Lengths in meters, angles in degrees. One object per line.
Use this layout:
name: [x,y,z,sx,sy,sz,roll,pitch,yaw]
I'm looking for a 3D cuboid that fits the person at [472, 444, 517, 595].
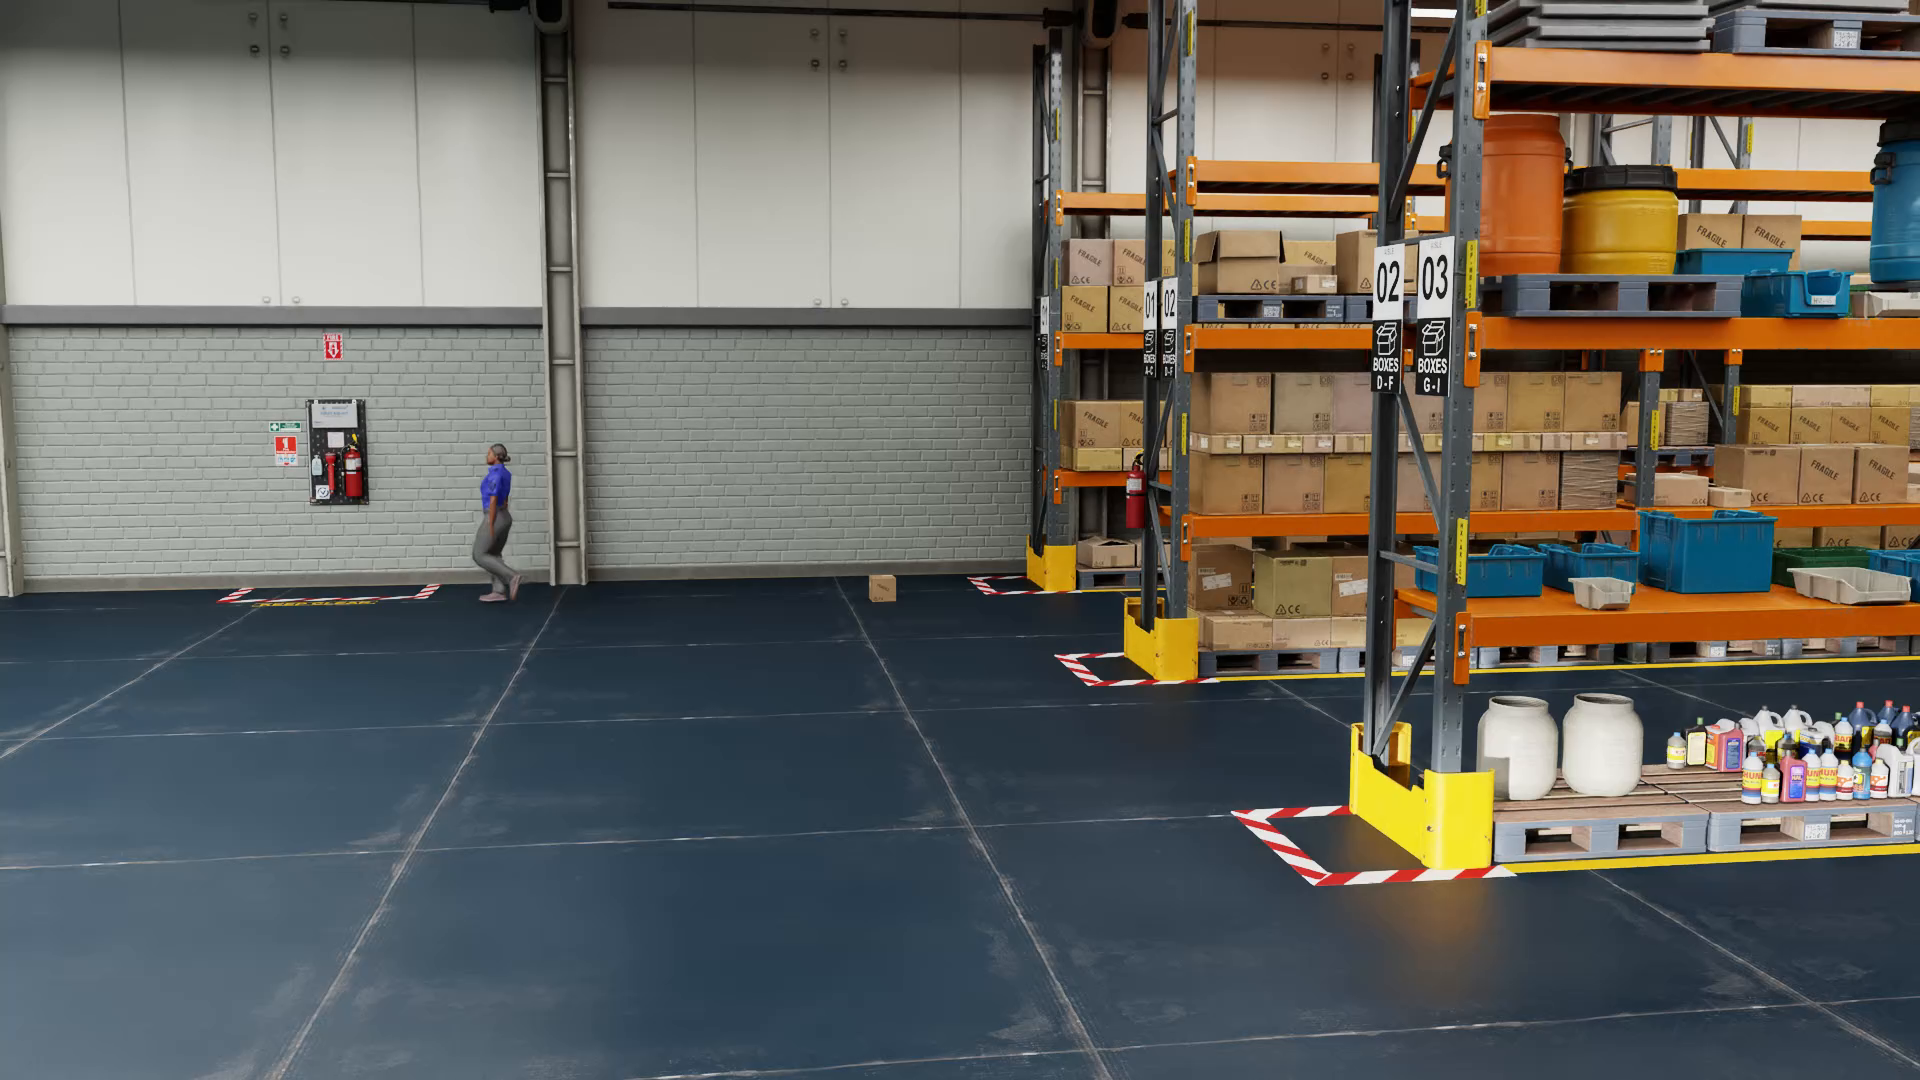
person: [-4.780,-0.208,17.190,0.446,1.575,0.439,0,7,3]
